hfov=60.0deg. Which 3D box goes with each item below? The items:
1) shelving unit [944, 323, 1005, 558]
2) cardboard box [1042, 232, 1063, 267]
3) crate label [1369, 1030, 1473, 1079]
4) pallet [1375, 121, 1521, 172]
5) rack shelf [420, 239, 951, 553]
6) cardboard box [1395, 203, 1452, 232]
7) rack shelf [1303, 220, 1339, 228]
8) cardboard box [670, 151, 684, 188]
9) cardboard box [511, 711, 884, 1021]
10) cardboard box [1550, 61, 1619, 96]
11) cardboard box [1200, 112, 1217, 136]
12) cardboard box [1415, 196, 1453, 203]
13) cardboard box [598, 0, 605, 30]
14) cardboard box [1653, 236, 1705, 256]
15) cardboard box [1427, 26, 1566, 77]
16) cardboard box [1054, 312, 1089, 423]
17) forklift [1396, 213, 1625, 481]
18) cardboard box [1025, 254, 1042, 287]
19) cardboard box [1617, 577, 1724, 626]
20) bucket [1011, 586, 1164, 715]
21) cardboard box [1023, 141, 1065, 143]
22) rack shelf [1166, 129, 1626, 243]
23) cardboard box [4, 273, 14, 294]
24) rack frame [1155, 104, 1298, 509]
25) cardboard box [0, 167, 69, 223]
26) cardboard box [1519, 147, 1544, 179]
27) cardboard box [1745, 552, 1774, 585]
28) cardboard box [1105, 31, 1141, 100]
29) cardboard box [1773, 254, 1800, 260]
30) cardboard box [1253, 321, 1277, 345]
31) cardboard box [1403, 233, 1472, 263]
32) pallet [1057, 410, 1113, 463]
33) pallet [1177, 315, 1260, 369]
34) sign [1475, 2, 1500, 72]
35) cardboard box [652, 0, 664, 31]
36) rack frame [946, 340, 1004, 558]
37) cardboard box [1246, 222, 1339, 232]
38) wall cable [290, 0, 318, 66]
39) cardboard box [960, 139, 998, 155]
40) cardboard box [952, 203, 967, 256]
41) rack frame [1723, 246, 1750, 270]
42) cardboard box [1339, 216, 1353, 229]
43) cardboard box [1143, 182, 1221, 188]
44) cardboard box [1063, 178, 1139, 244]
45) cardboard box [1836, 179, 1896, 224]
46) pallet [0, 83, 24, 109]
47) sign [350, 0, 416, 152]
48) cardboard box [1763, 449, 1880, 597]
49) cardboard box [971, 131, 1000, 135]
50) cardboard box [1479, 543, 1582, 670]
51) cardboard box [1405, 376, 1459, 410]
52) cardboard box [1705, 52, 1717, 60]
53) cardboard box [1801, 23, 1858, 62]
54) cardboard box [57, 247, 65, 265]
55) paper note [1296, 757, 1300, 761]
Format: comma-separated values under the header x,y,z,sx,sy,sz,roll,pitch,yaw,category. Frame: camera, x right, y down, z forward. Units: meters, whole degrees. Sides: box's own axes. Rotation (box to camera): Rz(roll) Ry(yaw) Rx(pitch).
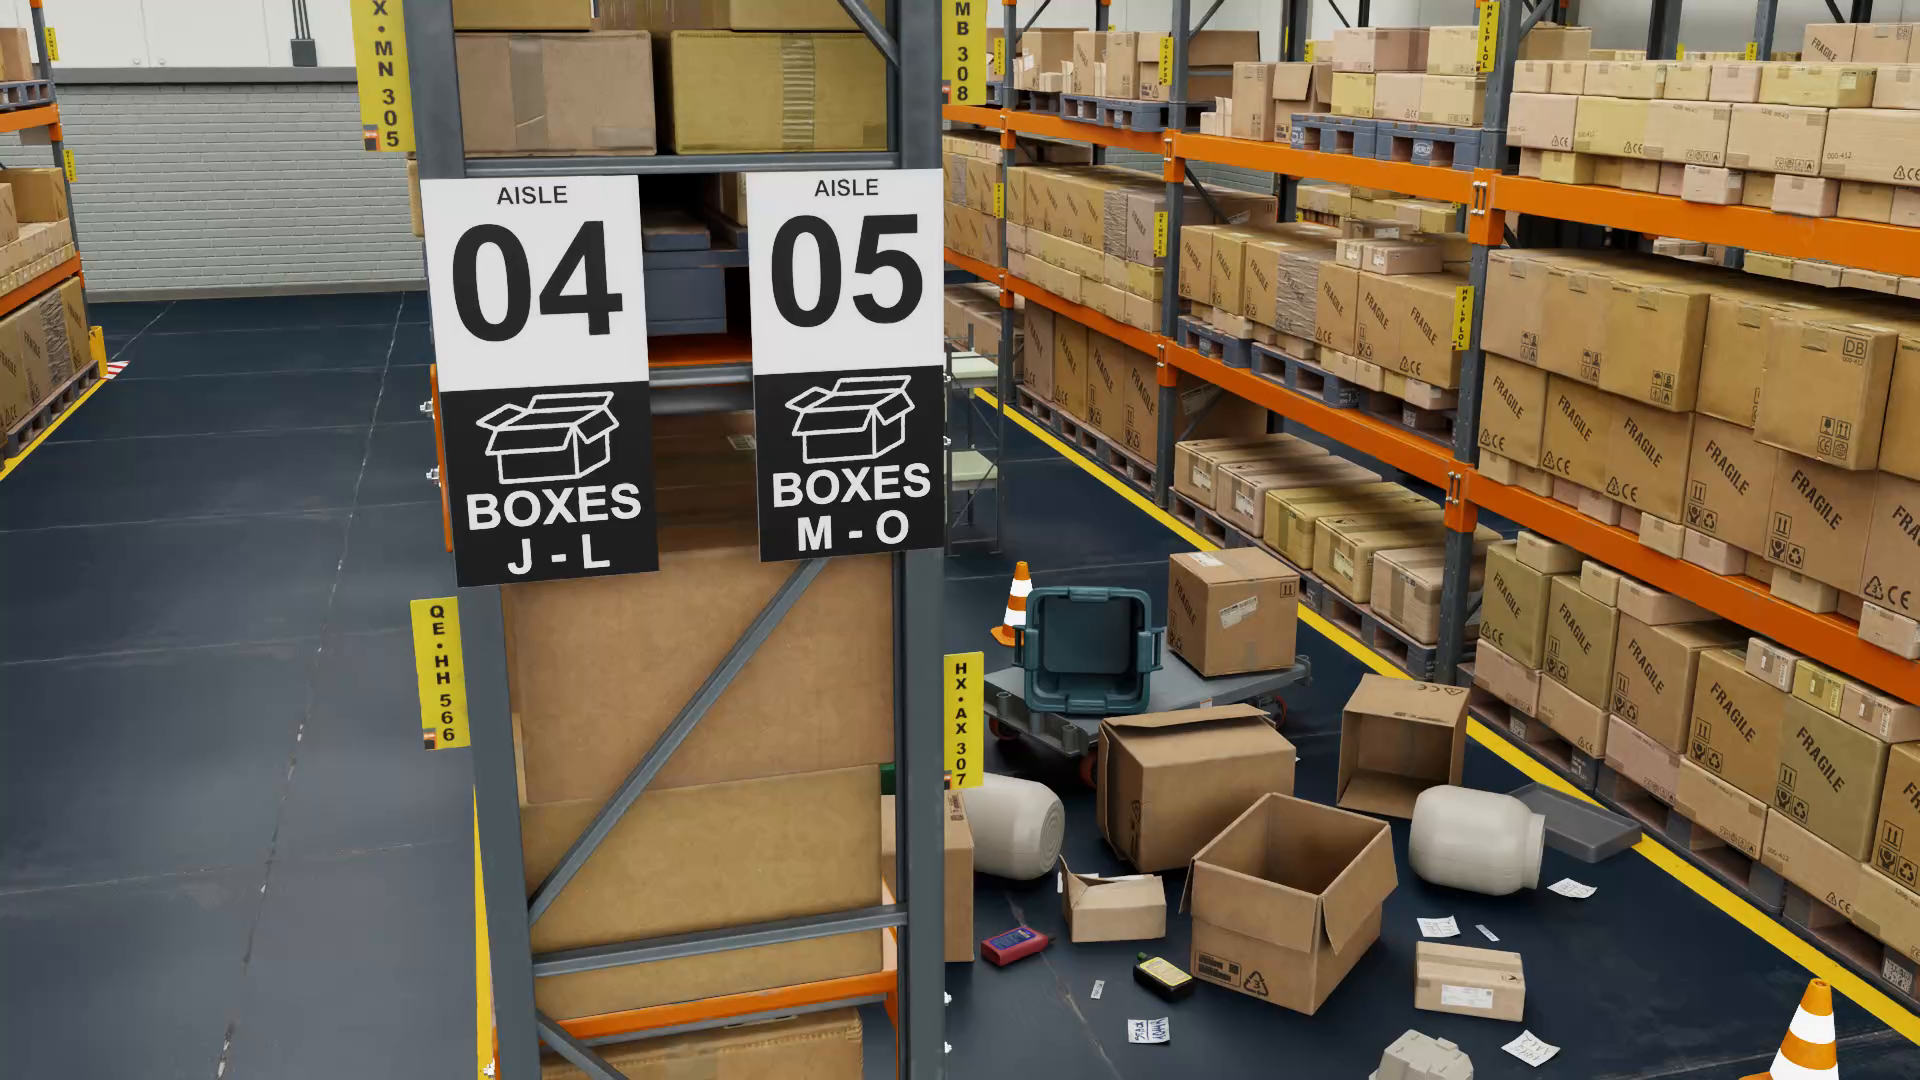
x,y,z,sx,sy,sz,roll,pitch,yaw,category
0.002,-0.716,11.730,0.431,1.500,0.755,-5,17,-15,shelving unit
1.036,-2.575,14.703,0.500,0.250,0.500,-4,17,-15,cardboard box
1.592,1.807,5.698,0.298,0.136,0.250,16,23,42,crate label
3.034,-2.148,9.003,1.213,0.211,1.003,-5,17,-15,pallet
-1.081,-0.742,5.245,1.077,0.370,4.000,-5,17,-15,rack shelf
5.148,-3.558,18.328,0.500,0.250,0.500,-5,17,-15,cardboard box
5.124,-3.438,19.432,1.077,0.370,4.000,-5,17,-15,rack shelf
-0.595,-1.062,4.591,0.380,0.149,0.250,-5,17,-15,cardboard box
-0.677,0.732,4.039,0.875,0.550,0.550,-5,17,-15,cardboard box
2.973,-2.138,7.693,0.380,0.149,0.250,-4,17,-14,cardboard box
1.925,-2.945,11.764,0.380,0.149,0.250,-5,17,-15,cardboard box
5.521,-4.092,18.799,0.500,0.500,0.500,-5,17,-17,cardboard box
-1.223,-2.074,6.577,0.380,0.149,0.250,-5,17,-16,cardboard box
6.172,-2.518,14.651,0.500,0.250,0.500,-6,18,-18,cardboard box
2.819,-2.578,8.768,0.500,0.250,0.500,-4,17,-14,cardboard box
1.406,-1.605,15.043,0.875,0.875,0.875,-4,17,-14,cardboard box
5.015,-1.727,12.608,3.031,2.935,1.130,14,22,39,forklift
0.913,-2.478,15.248,0.500,0.250,0.500,-5,17,-17,cardboard box
3.200,0.264,7.479,0.380,0.149,0.250,-4,17,-12,cardboard box
0.624,0.492,8.148,0.726,0.611,0.620,1,7,4,bucket
0.859,-3.991,16.986,0.380,0.149,0.250,-5,17,-16,cardboard box
2.551,-2.268,10.324,1.077,0.370,4.000,-5,17,-15,rack shelf
-8.606,-2.258,14.691,0.380,0.149,0.250,-5,17,-17,cardboard box
2.002,-1.729,12.494,1.000,3.000,0.127,-5,17,-15,rack frame
-9.339,-3.474,16.744,0.500,0.500,0.500,-4,17,-15,cardboard box
2.949,-1.832,8.060,0.380,0.149,0.250,-5,17,-16,cardboard box
3.491,0.093,6.864,0.380,0.149,0.250,-5,17,-15,cardboard box
1.547,-3.673,12.849,0.700,0.500,0.500,-6,18,-18,cardboard box
6.652,-2.296,13.080,0.380,0.149,0.250,-4,17,-14,cardboard box
2.186,-1.407,11.128,0.380,0.149,0.250,-4,17,-12,cardboard box
2.914,-1.775,10.099,0.380,0.149,0.250,-4,17,-12,cardboard box
1.526,-0.954,14.762,1.003,0.211,1.213,-5,17,-15,pallet
2.300,-1.448,11.893,1.213,0.211,1.003,-5,17,-15,pallet
2.568,-2.450,8.099,0.100,0.325,0.005,-5,17,-15,sign
-0.665,-1.513,4.708,0.380,0.149,0.250,-5,17,-16,cardboard box
0.102,-0.615,11.393,0.400,1.500,0.023,-5,17,-15,rack frame
2.394,-2.017,12.031,0.500,0.500,0.500,-5,17,-17,cardboard box
-7.965,-9.409,22.041,2.277,5.999,0.120,-5,17,-15,wall cable
0.221,-4.091,17.319,0.380,0.149,0.250,-5,17,-16,cardboard box
0.230,-3.271,17.454,0.500,0.500,0.500,-5,17,-16,cardboard box
6.773,-2.122,13.804,1.000,3.000,0.127,-5,17,-15,rack frame
4.708,-3.742,19.632,0.380,0.149,0.250,-5,17,-17,cardboard box
1.828,-2.692,13.789,0.500,0.500,0.500,-4,17,-14,cardboard box
1.197,-2.798,14.140,0.500,0.500,0.500,-5,17,-16,cardboard box
3.508,-1.265,6.173,0.380,0.149,0.250,-5,17,-17,cardboard box
-9.172,-4.010,15.028,1.003,0.211,1.213,-5,17,-15,pallet
-1.057,-0.880,3.054,0.100,0.325,0.005,-5,17,-15,sign
3.519,-0.112,6.421,0.500,0.500,0.500,-5,17,-16,cardboard box
0.339,-4.563,18.888,0.380,0.149,0.250,-5,17,-16,cardboard box
3.004,0.319,8.423,0.500,0.500,0.500,-4,17,-13,cardboard box
2.694,-0.824,9.187,0.380,0.149,0.250,-4,17,-14,cardboard box
6.424,-3.973,13.802,0.380,0.149,0.250,-5,18,-17,cardboard box
6.738,-3.636,12.552,0.500,0.500,0.500,-5,17,-15,cardboard box
-9.169,-2.824,16.576,0.380,0.149,0.250,-5,17,-15,cardboard box
1.606,1.081,8.301,0.148,0.019,0.142,-5,17,-15,paper note
